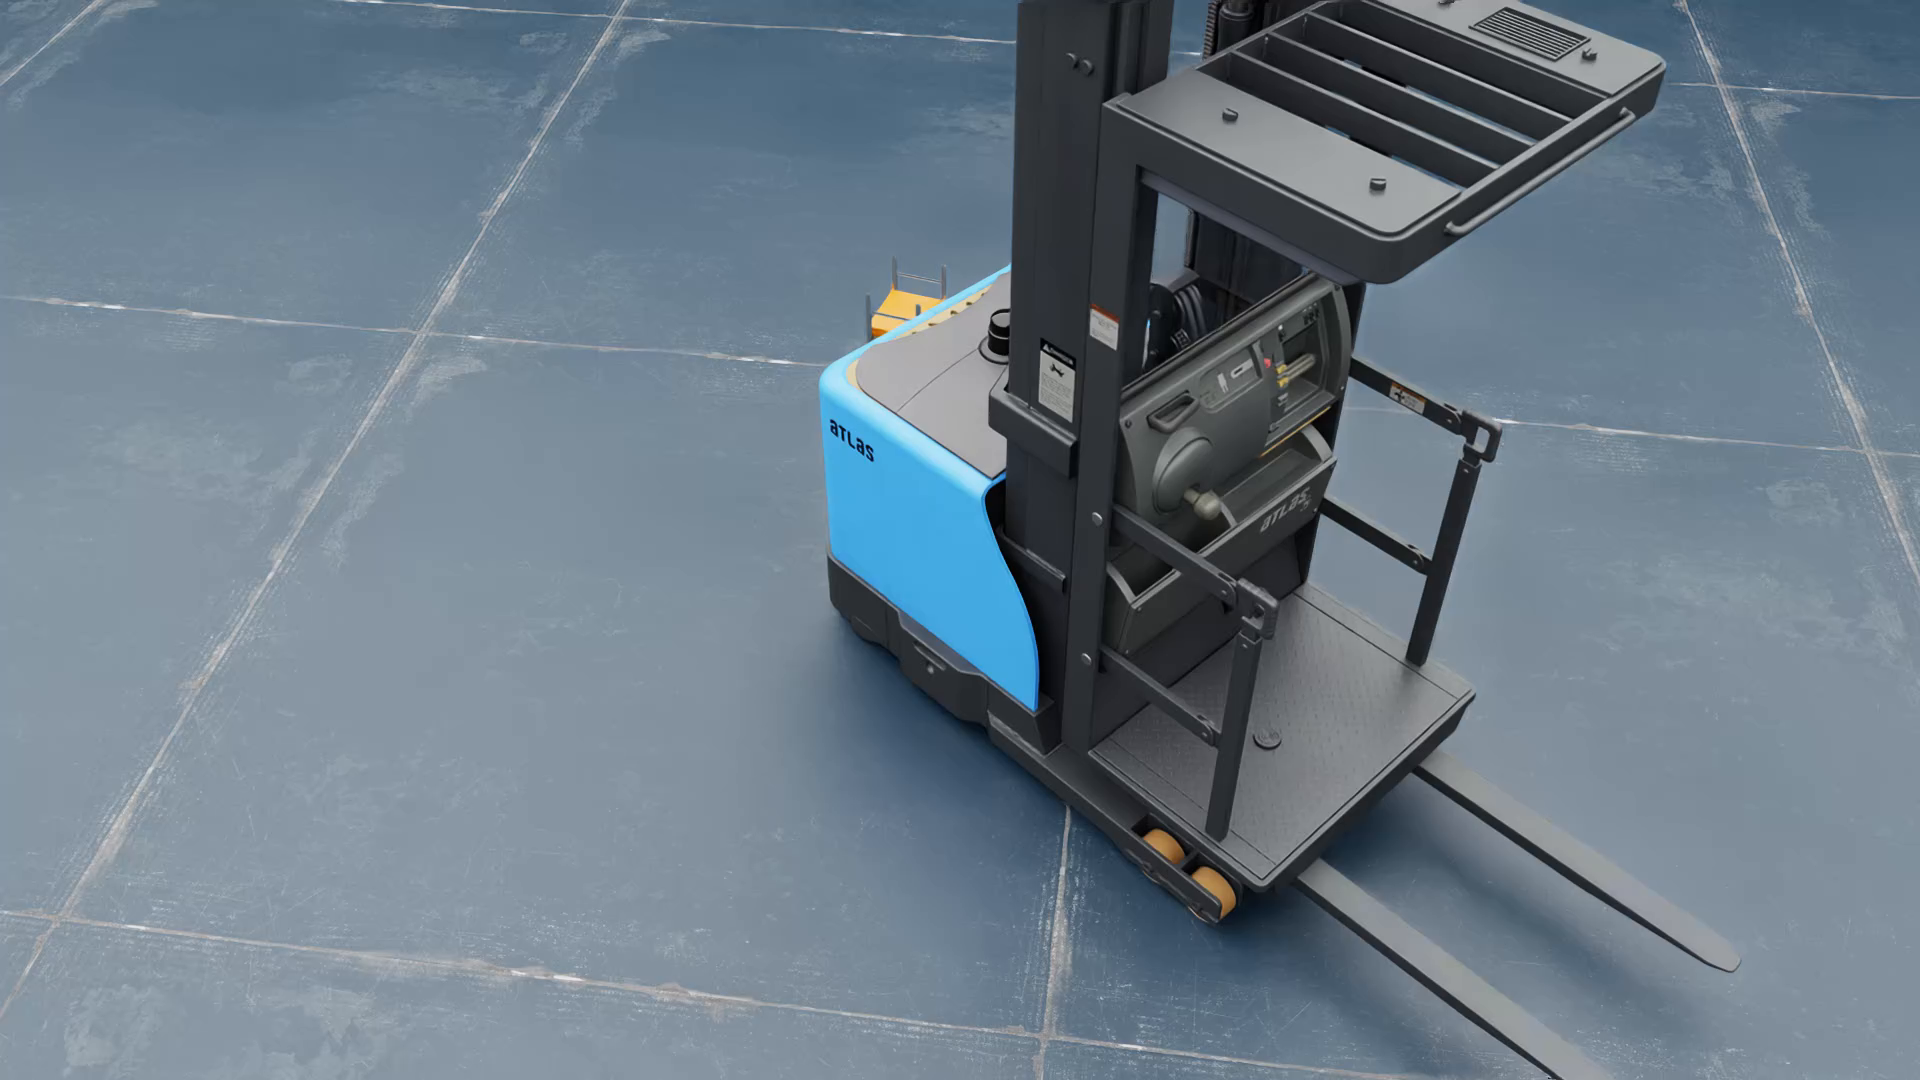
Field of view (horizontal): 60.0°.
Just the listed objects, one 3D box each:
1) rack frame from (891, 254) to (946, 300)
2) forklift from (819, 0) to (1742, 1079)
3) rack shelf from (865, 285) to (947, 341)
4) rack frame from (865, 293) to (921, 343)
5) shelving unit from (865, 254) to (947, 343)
[{"bbox_3d":[-0.142,-0.585,6.104,0.200,1.050,0.008,14,45,14],"label":"rack frame"},{"bbox_3d":[0.916,-0.315,4.451,1.130,2.935,3.031,-33,53,-30],"label":"forklift"},{"bbox_3d":[-0.184,-0.704,5.833,0.215,0.259,0.240,14,45,14],"label":"rack shelf"},{"bbox_3d":[-0.225,-0.427,5.937,0.200,1.050,0.008,14,45,14],"label":"rack frame"},{"bbox_3d":[-0.184,-0.506,6.020,0.215,1.050,0.252,14,45,14],"label":"shelving unit"}]
